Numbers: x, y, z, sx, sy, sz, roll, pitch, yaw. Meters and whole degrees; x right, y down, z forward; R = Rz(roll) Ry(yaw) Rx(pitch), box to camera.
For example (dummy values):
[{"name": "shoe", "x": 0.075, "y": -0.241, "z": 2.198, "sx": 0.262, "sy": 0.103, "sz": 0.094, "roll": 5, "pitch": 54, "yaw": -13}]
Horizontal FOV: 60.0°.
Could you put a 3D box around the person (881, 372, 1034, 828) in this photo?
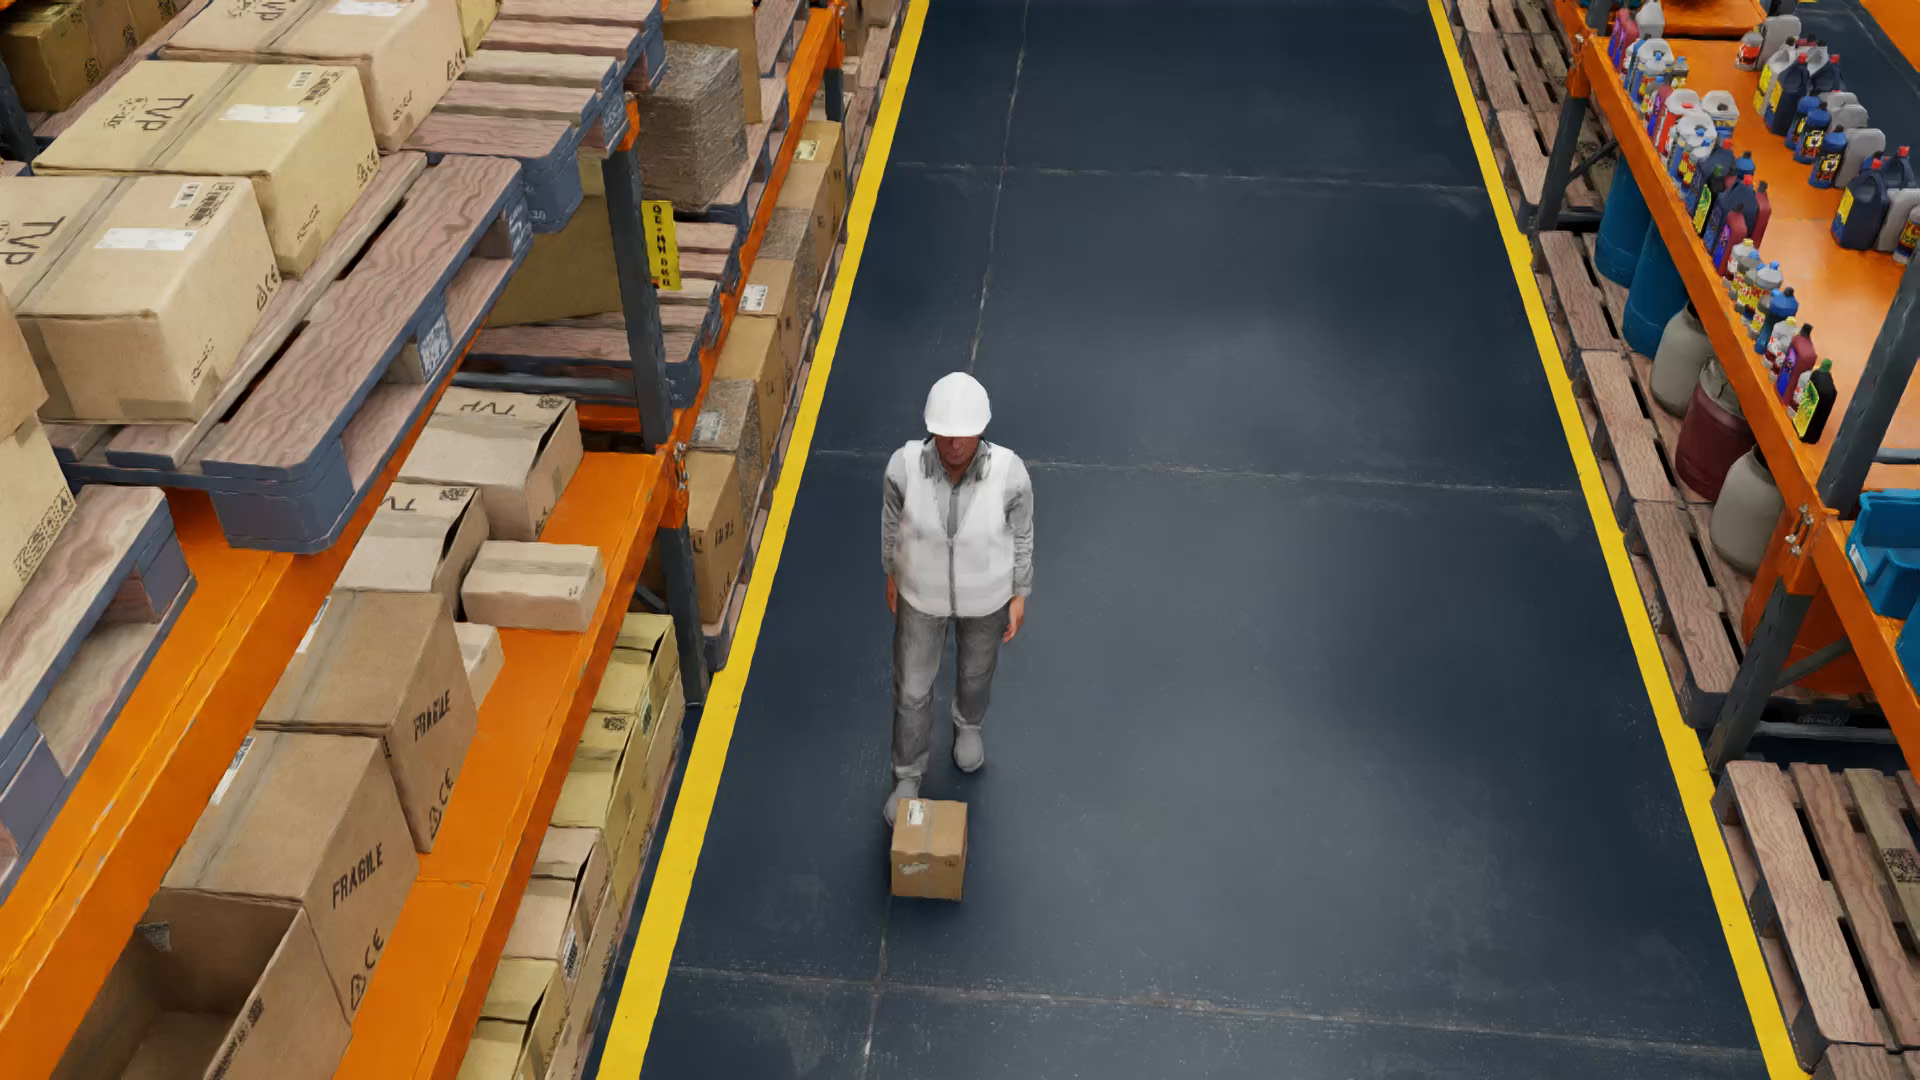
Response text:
[{"name": "person", "x": -0.015, "y": 0.217, "z": 5.866, "sx": 0.540, "sy": 1.765, "sz": 0.608, "roll": 1, "pitch": 40, "yaw": 1}]
